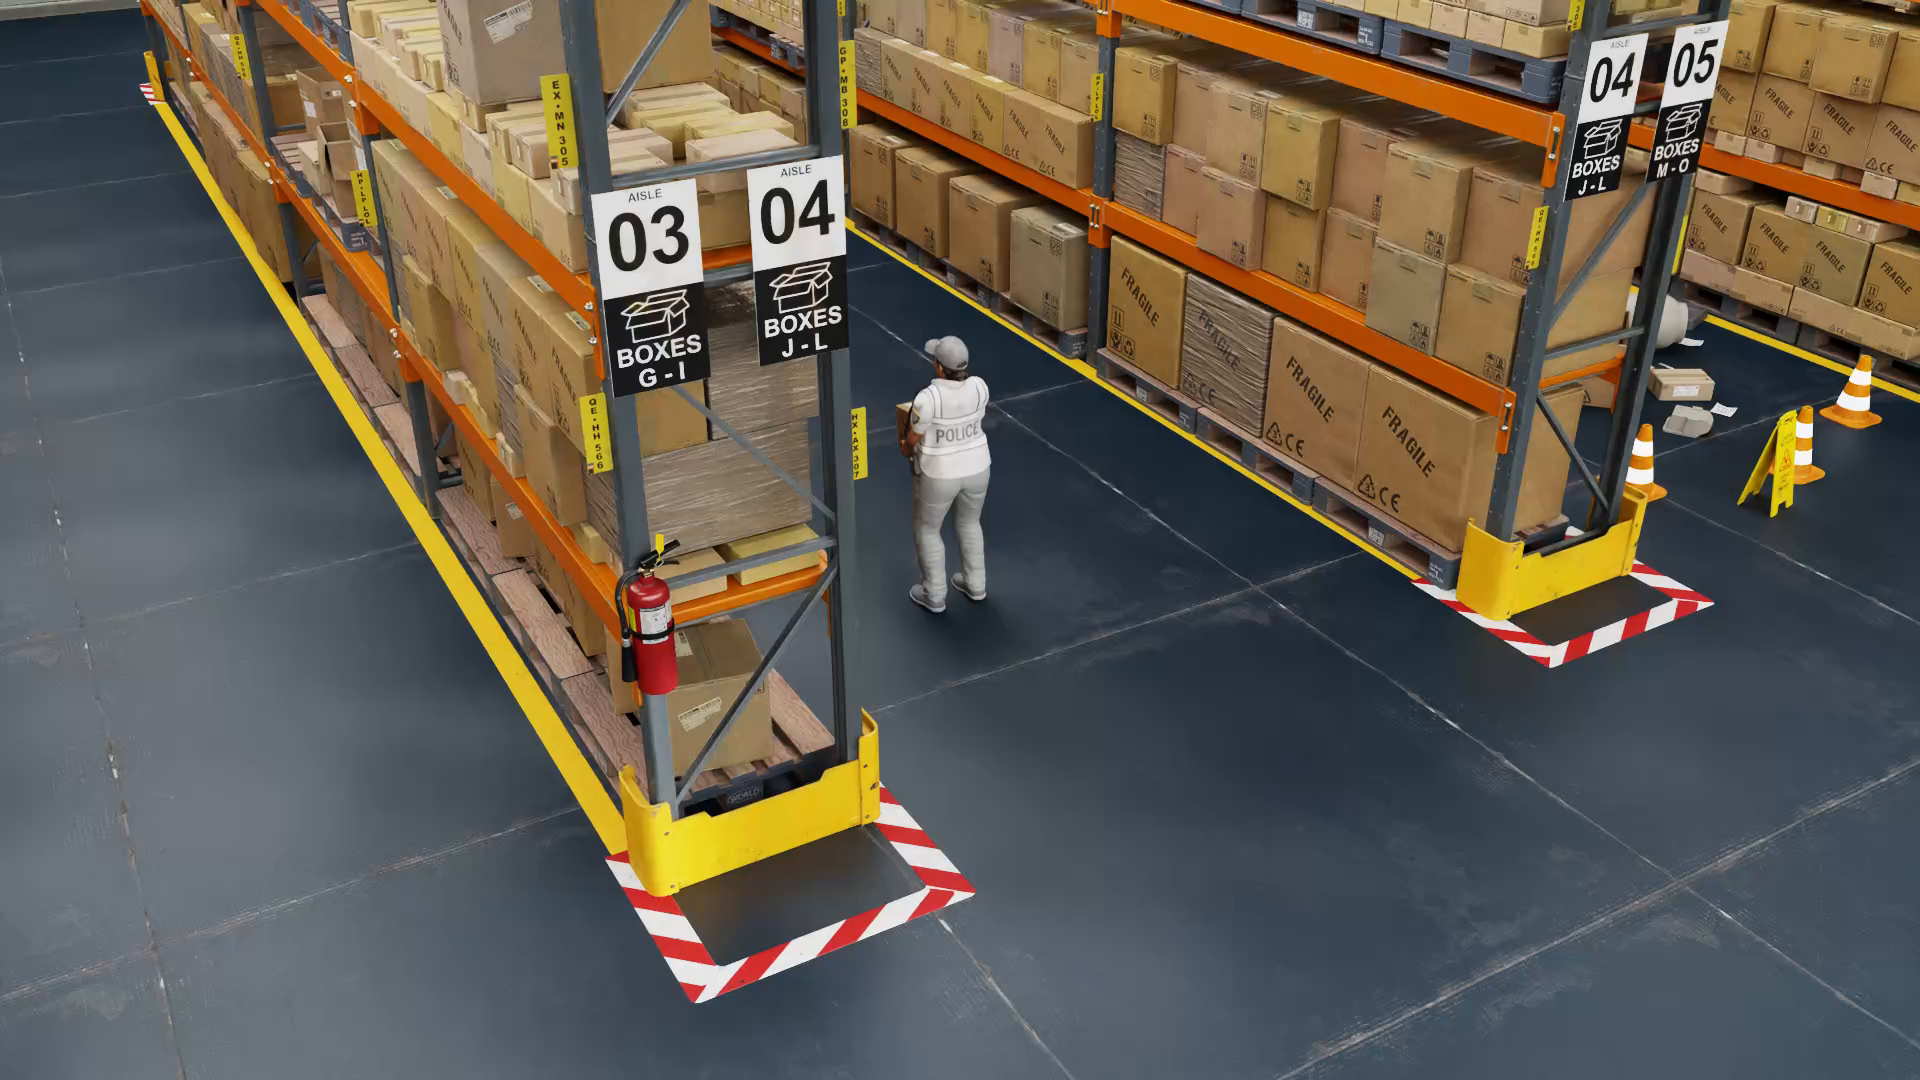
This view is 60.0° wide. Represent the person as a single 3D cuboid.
[{"bbox_3d":[-0.098,-0.407,9.291,0.452,1.653,0.541,-16,33,-26],"label":"person"}]
